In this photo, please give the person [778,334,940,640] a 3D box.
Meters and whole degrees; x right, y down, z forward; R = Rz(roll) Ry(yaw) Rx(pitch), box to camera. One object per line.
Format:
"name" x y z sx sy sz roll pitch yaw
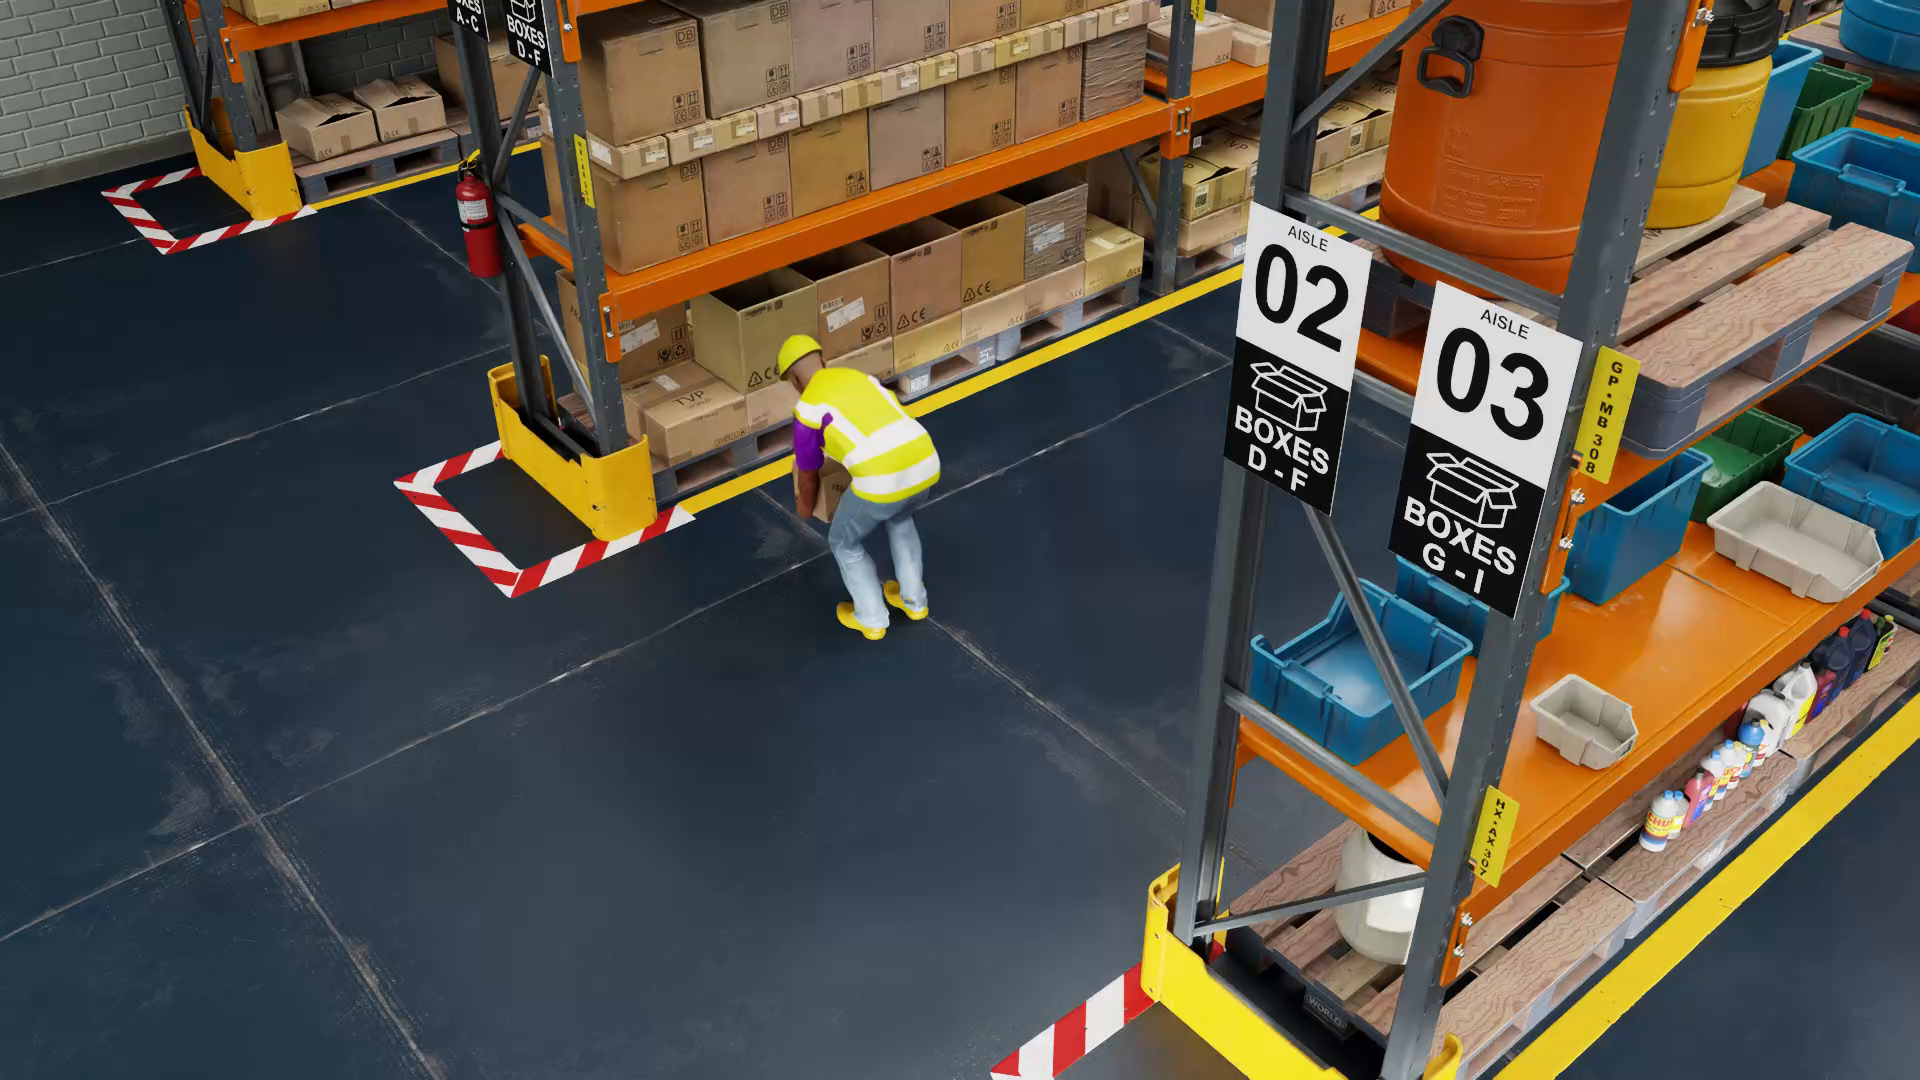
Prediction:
"person" -0.505 -0.252 7.796 0.492 1.311 0.923 -28 44 -33
